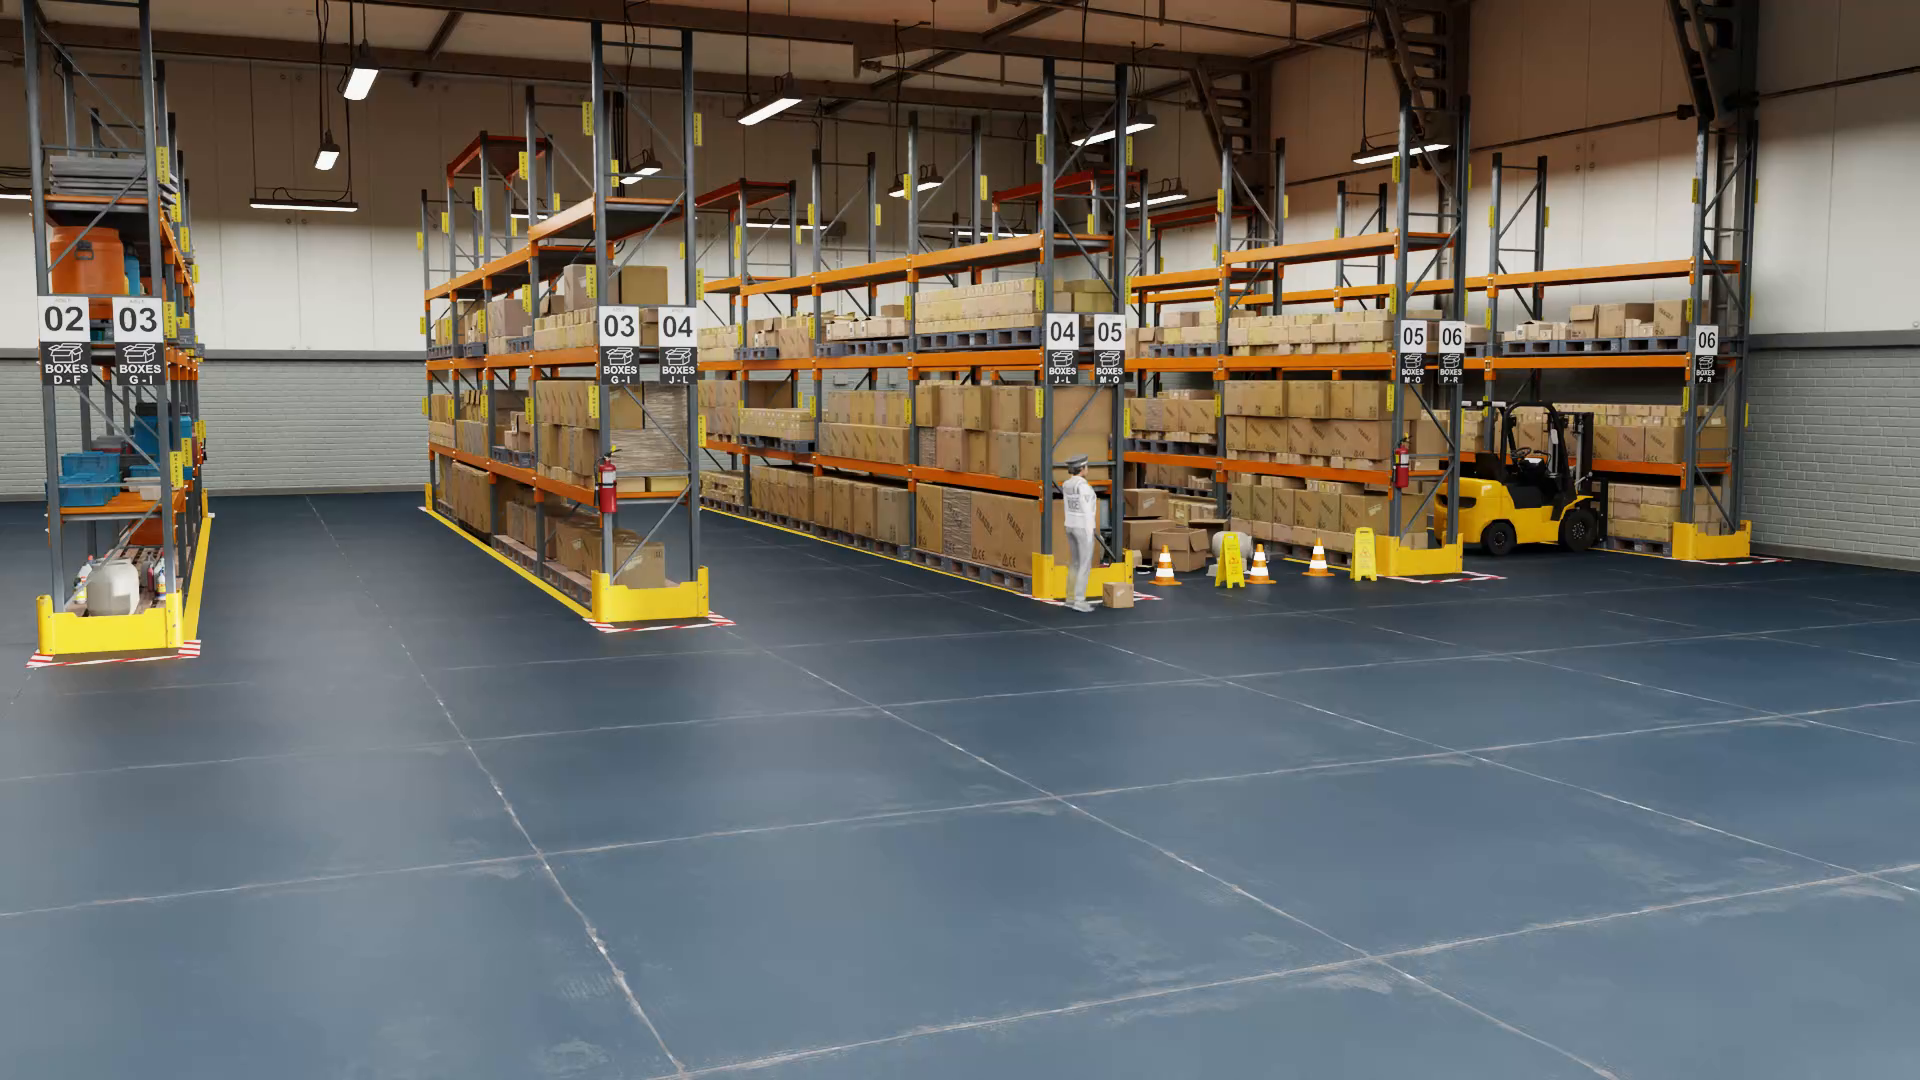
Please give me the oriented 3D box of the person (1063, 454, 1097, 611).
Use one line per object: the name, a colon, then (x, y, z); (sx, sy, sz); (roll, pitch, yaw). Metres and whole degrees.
person: (1.292, -0.083, 17.879); (0.340, 1.689, 0.466); (-3, 6, -26)
